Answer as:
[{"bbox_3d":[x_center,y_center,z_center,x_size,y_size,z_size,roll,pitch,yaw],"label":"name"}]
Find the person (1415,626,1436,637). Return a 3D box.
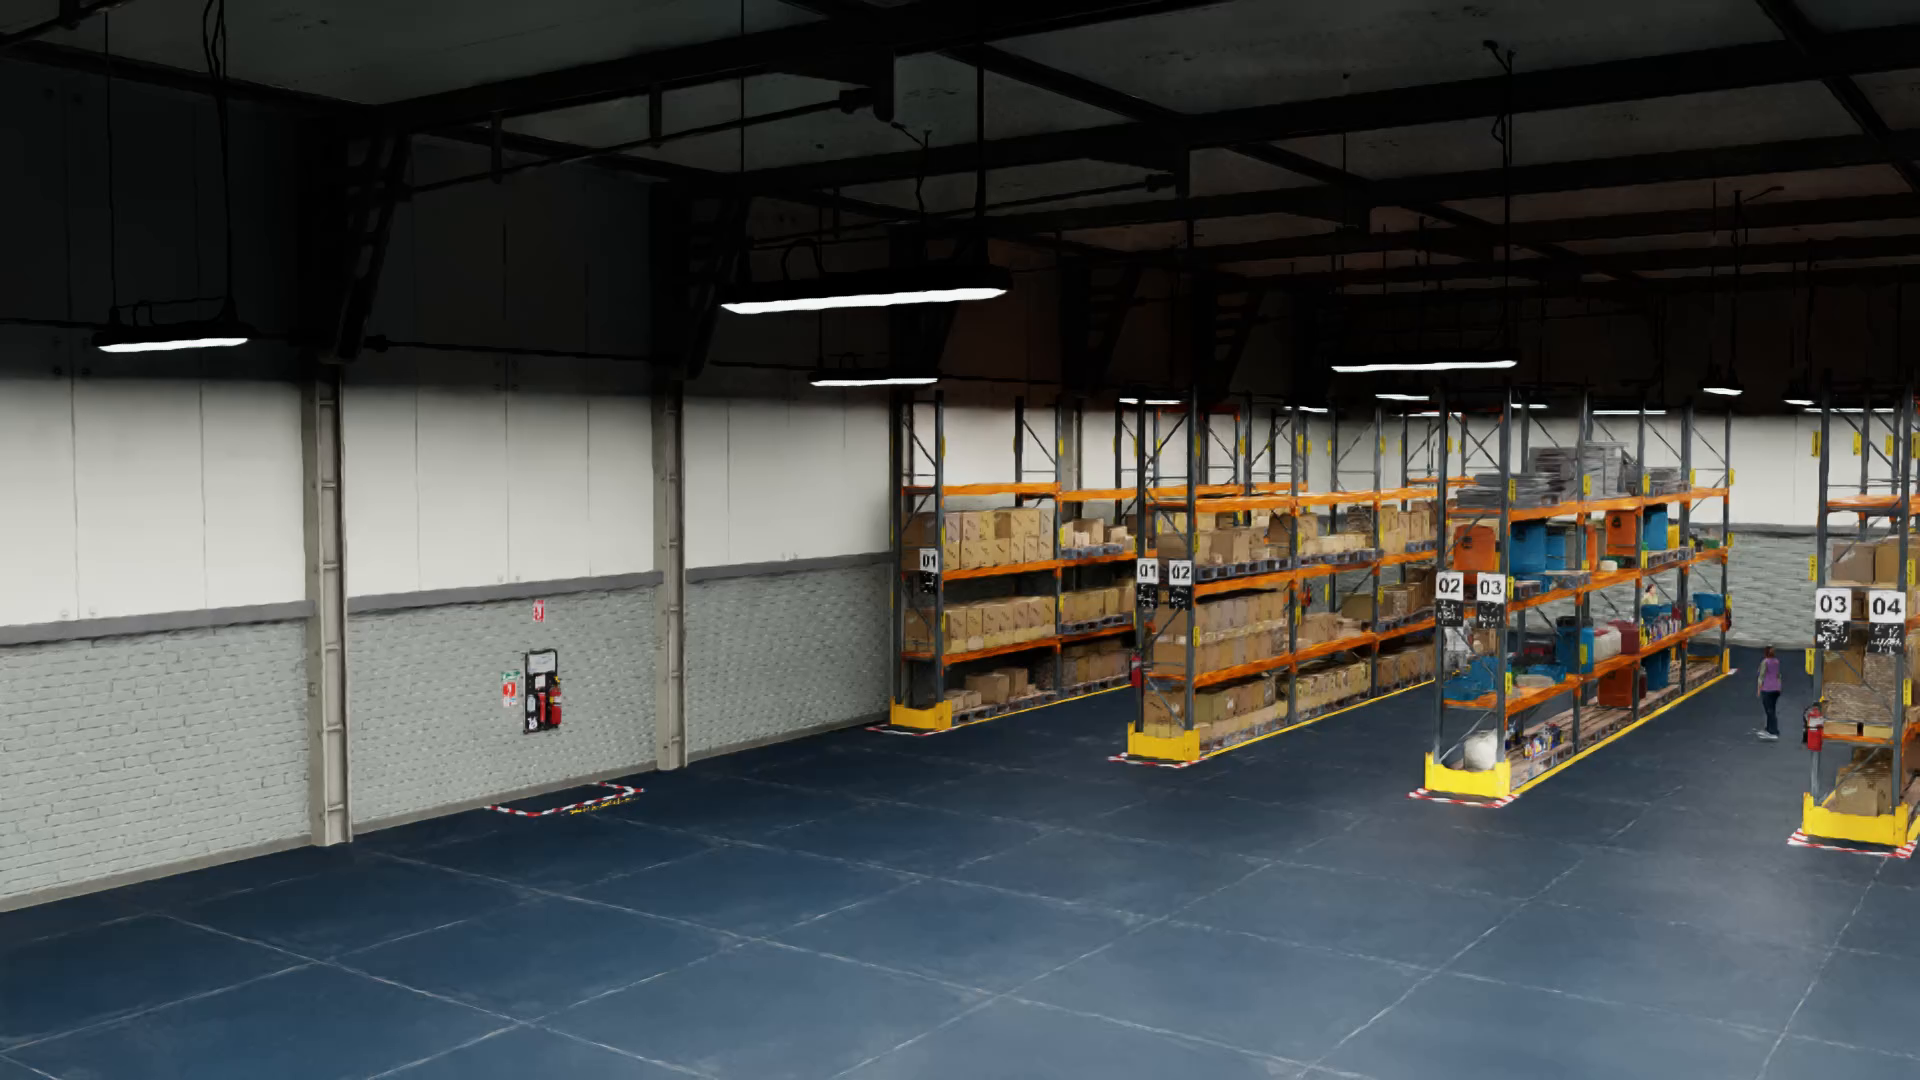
[{"bbox_3d":[12.100,1.784,43.045,0.478,1.567,1.074,2,4,33],"label":"person"}]

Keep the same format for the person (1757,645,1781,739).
[{"bbox_3d":[13.854,2.598,28.494,0.529,1.571,0.527,-2,4,-27],"label":"person"}]

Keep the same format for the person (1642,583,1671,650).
[{"bbox_3d":[16.911,1.873,40.617,0.691,1.660,0.567,-1,3,-16],"label":"person"}]

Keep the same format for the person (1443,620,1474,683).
[{"bbox_3d":[10.090,2.239,33.852,0.702,1.734,0.549,2,4,33],"label":"person"}]
